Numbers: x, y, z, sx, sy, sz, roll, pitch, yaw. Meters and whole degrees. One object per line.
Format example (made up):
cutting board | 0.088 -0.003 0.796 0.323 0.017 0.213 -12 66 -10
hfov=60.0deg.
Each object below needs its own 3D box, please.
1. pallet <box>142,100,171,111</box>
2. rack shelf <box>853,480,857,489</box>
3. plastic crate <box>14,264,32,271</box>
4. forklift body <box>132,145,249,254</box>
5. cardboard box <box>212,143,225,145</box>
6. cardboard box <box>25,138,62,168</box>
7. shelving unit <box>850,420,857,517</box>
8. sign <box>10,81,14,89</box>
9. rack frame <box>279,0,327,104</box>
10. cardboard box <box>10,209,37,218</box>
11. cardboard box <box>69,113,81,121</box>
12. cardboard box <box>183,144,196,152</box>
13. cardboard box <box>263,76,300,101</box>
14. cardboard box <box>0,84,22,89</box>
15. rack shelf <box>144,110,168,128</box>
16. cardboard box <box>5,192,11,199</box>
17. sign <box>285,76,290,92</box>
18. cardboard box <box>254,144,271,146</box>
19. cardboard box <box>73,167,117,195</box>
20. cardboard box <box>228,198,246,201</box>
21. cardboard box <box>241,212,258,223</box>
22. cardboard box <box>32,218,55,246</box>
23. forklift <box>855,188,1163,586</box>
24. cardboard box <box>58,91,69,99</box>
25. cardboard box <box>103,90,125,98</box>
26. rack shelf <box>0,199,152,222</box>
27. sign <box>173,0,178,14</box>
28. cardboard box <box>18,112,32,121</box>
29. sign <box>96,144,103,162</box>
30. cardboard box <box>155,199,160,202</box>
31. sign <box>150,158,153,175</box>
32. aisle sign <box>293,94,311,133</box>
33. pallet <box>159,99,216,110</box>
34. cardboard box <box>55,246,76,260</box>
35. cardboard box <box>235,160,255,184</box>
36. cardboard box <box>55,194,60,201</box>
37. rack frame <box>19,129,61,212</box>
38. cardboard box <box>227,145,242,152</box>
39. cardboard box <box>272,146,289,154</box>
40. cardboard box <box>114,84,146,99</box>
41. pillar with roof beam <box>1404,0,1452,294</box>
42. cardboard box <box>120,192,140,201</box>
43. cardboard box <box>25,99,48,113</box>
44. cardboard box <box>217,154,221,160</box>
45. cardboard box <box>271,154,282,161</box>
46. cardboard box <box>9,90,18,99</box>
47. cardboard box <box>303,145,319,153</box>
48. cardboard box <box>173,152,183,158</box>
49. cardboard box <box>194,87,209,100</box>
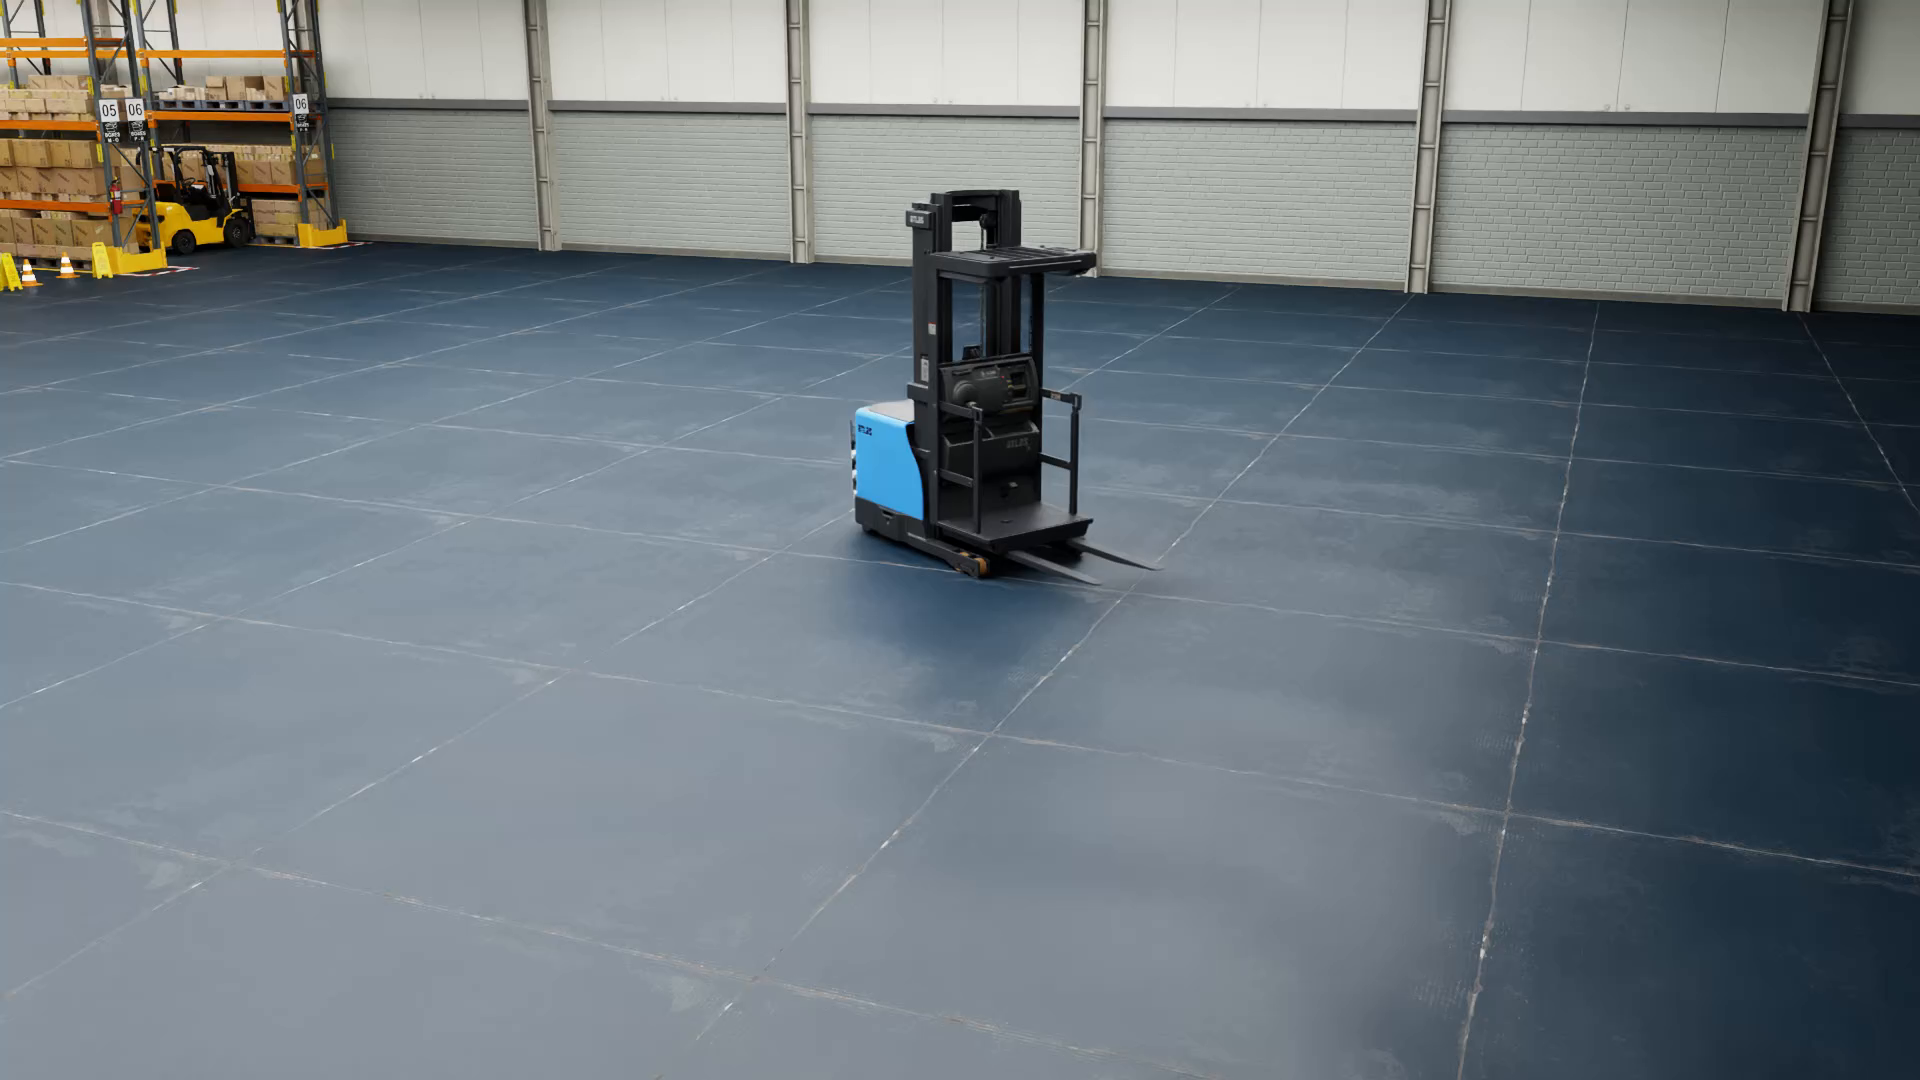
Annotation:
pallet | -18.547 -9.784 37.459 1.217 0.209 0.805 6 17 18
rack shelf | -0.788 -0.500 14.709 0.258 0.077 0.200 -15 20 -42
plastic crate | -18.380 -5.286 32.237 0.583 0.080 0.402 0 16 1
forklift body | -16.434 -7.253 35.299 1.214 2.155 2.313 6 17 21
cardboard box | -16.589 -8.827 37.324 0.250 0.149 0.380 6 17 20
cardboard box | -17.354 -7.398 31.769 0.500 0.500 0.700 6 17 20
shelving unit | -0.792 -0.620 14.678 0.258 0.900 0.210 -15 20 -42
sign | -21.644 -10.306 37.987 0.005 0.325 0.100 6 17 21
rack frame | -14.001 -10.821 35.306 0.127 3.000 1.000 6 17 21
cardboard box | -18.265 -6.376 32.427 0.250 0.149 0.380 7 18 24
cardboard box | -16.497 -7.953 31.258 0.250 0.149 0.380 6 17 21
cardboard box | -17.017 -8.715 36.935 0.250 0.149 0.380 6 17 20
cardboard box | -14.502 -9.660 35.576 0.500 0.500 0.500 7 18 22
cardboard box | -21.871 -10.419 38.324 0.250 0.149 0.380 7 18 22
rack shelf | -19.582 -9.648 37.939 4.000 0.370 1.077 6 17 21
cardboard box | -18.375 -6.740 32.460 0.250 0.149 0.380 6 17 20
sign | -14.213 -9.628 35.132 0.005 0.325 0.100 6 17 21
cardboard box | -15.404 -8.693 36.860 0.250 0.149 0.380 6 17 19
cardboard box | -16.425 -6.827 31.596 0.500 0.500 0.500 6 17 20
cardboard box | -15.962 -7.421 36.740 0.500 0.250 0.500 6 17 20
cardboard box | -15.519 -7.131 36.639 0.500 0.250 0.500 6 17 19
cardboard box | -17.613 -6.013 32.341 0.500 0.500 0.500 6 17 19
forklift | 0.372 -1.256 13.244 1.130 2.935 3.031 -12 20 -35
cardboard box | -16.711 -8.370 31.266 0.250 0.149 0.380 6 17 20
cardboard box | -16.074 -8.444 31.520 0.250 0.149 0.380 6 17 20
rack shelf | -17.679 -6.511 32.512 4.000 0.370 1.077 6 17 21
sign | -17.495 -11.896 37.050 0.005 0.325 0.100 6 17 21
cardboard box | -17.698 -8.081 31.701 0.250 0.149 0.380 6 17 20
sign | -16.041 -7.218 31.012 0.005 0.325 0.100 6 17 21
cardboard box | -18.211 -7.461 37.998 0.625 0.625 0.875 7 18 23
sign | -15.620 -7.208 32.071 0.005 0.325 0.100 6 17 21
aisle sign | -14.047 -9.105 35.494 0.004 0.787 0.394 6 17 21
pallet | -16.919 -9.666 36.868 1.213 0.211 1.003 6 17 21
cardboard box | -17.148 -5.601 32.265 0.500 0.250 0.500 6 17 21
cardboard box | -15.511 -8.078 36.438 0.500 0.500 0.500 6 17 20
cardboard box | -17.189 -6.624 32.061 0.250 0.149 0.380 7 17 21
rack frame | -21.443 -8.758 38.961 0.127 3.000 1.000 6 17 21
cardboard box | -15.840 -8.579 36.470 0.250 0.149 0.380 7 17 21
cardboard box | -14.652 -8.441 35.993 0.250 0.149 0.380 6 17 21
cardboard box | -18.484 -10.007 37.111 0.500 0.311 0.500 6 17 19
pillar with roof beam | 6.429 -7.554 24.054 0.400 9.000 9.100 6 17 21
cardboard box | -16.059 -6.620 32.046 0.250 0.149 0.380 6 17 21
cardboard box | -17.345 -8.249 31.564 0.500 0.250 0.500 7 18 22
cardboard box | -16.091 -8.444 36.537 0.250 0.149 0.380 6 17 19
cardboard box | -14.675 -8.280 35.973 0.250 0.149 0.380 7 17 22
cardboard box | -17.890 -8.509 31.745 0.250 0.149 0.380 7 17 22
cardboard box | -14.235 -8.532 36.306 0.250 0.149 0.380 6 17 20
cardboard box | -17.280 -8.581 37.010 0.250 0.149 0.380 7 17 22
cardboard box | -16.453 -9.744 36.285 0.258 0.266 0.396 6 17 19
